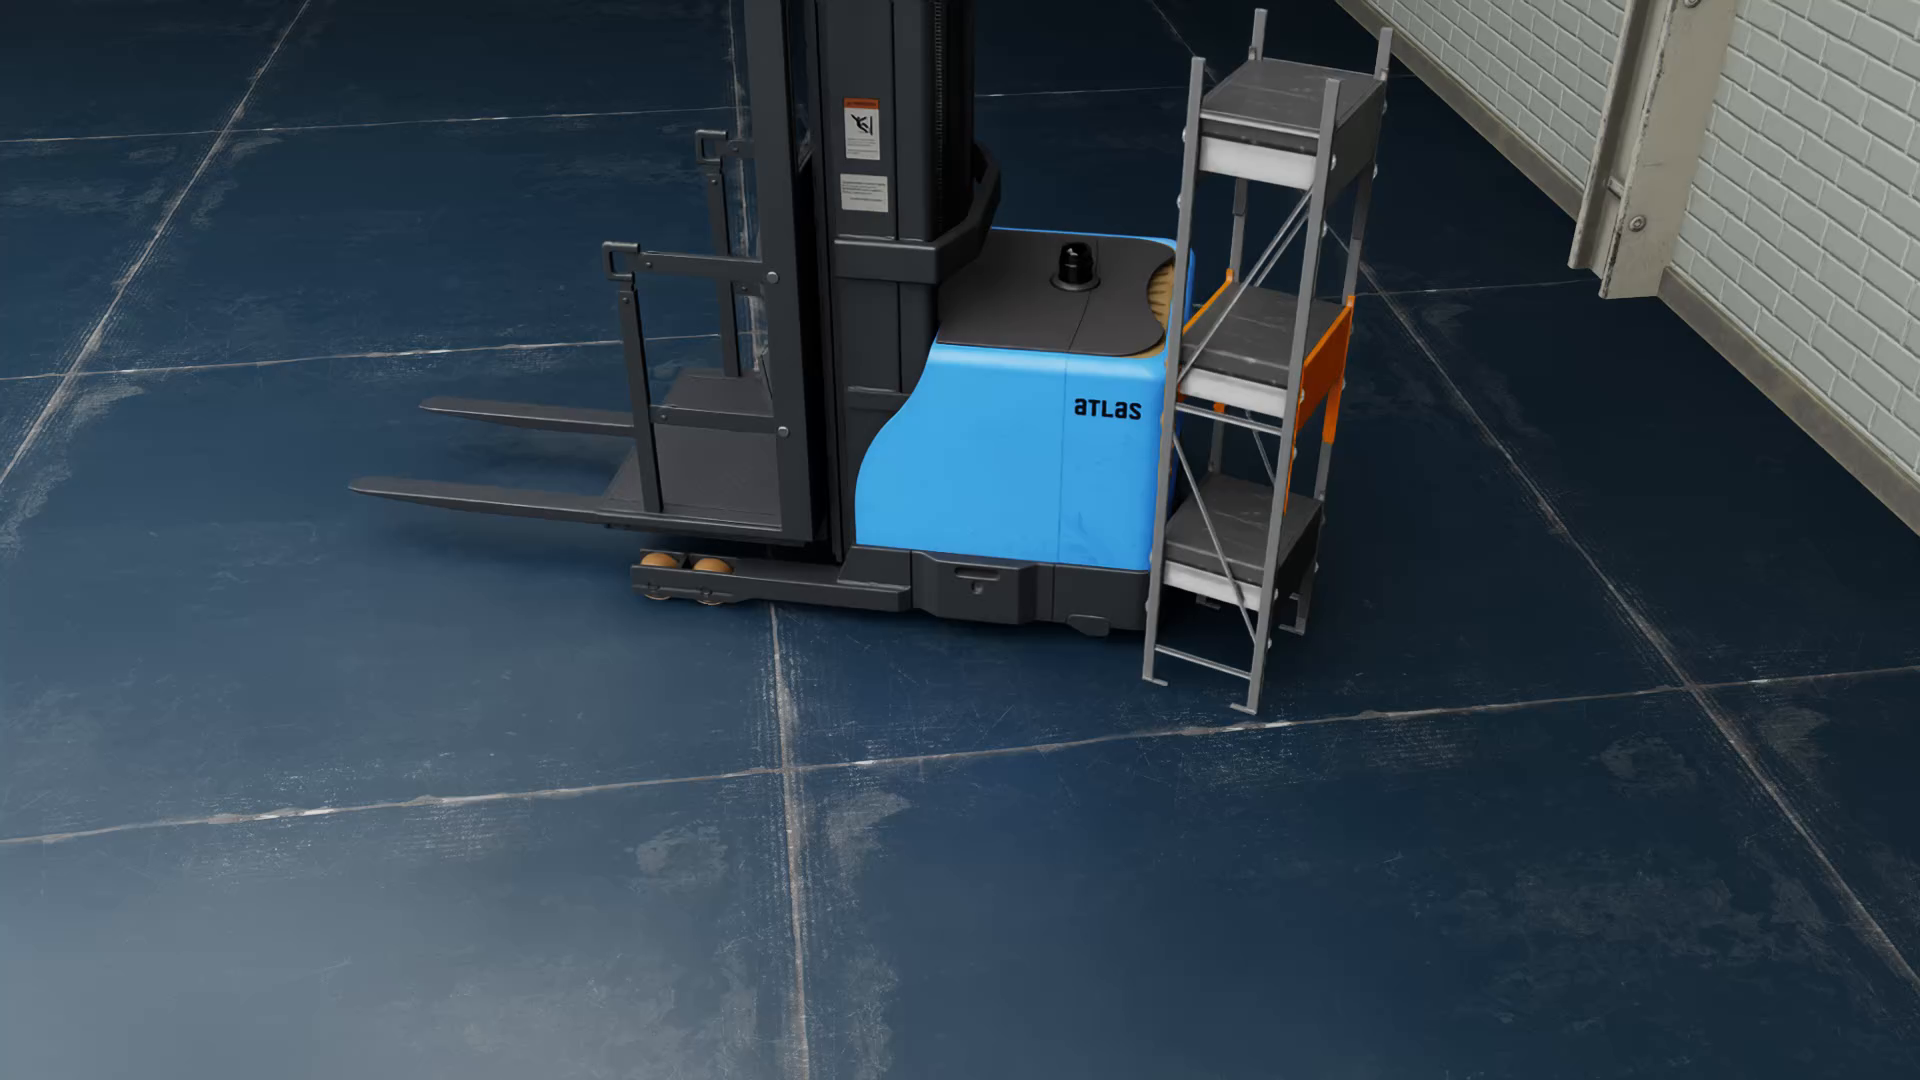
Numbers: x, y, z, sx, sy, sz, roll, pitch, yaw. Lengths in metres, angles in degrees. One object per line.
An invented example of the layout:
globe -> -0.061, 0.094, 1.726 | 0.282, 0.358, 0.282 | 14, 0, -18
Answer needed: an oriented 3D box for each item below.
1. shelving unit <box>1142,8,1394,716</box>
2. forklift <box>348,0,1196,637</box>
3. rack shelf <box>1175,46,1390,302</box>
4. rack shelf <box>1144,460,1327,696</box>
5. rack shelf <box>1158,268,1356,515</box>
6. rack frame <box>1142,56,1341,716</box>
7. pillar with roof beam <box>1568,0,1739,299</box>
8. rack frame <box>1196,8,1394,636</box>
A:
shelving unit -> 0.905, -0.473, 5.079 | 0.431, 2.100, 0.503 | 17, 38, 23
forklift -> -0.716, -1.266, 5.505 | 3.031, 2.935, 1.130 | 5, 35, 8
rack shelf -> 0.906, -1.042, 4.694 | 0.431, 0.518, 0.480 | 17, 38, 23
rack shelf -> 0.904, 0.117, 5.480 | 0.431, 0.518, 0.480 | 17, 38, 23
rack shelf -> 0.905, -0.462, 5.087 | 0.431, 0.518, 0.480 | 17, 38, 23
rack frame -> 0.790, -0.353, 4.901 | 0.400, 2.100, 0.015 | 17, 38, 23
pillar with roof beam -> -1.070, -4.665, 5.105 | 9.100, 9.000, 0.400 | -4, 35, -6
rack frame -> 1.020, -0.594, 5.257 | 0.400, 2.100, 0.015 | 17, 38, 23
